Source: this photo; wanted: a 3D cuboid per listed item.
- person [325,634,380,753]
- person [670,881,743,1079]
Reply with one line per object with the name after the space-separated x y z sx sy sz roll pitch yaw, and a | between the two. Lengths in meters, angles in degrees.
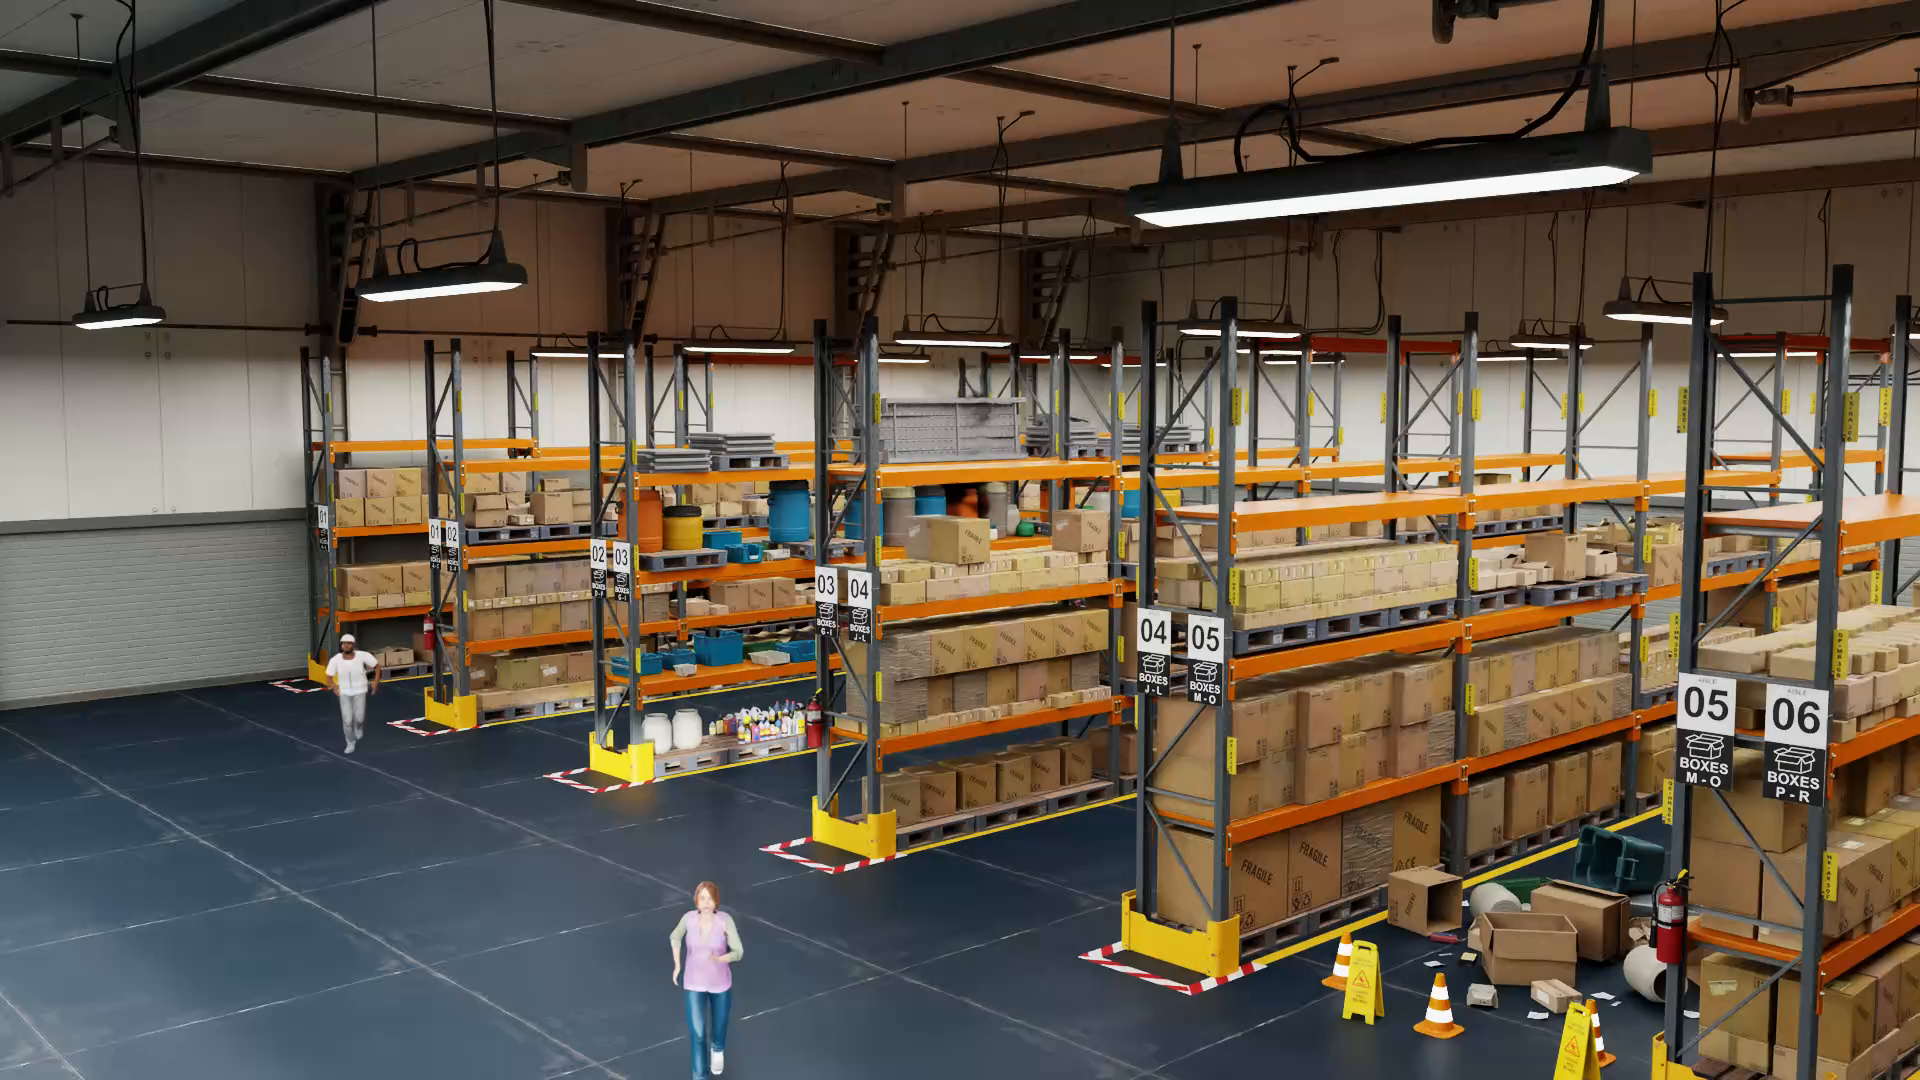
-8.742 2.209 23.942 0.737 1.724 0.644 -1 5 -14 | person
-1.862 3.276 12.167 0.507 1.596 0.878 -1 5 -9 | person
